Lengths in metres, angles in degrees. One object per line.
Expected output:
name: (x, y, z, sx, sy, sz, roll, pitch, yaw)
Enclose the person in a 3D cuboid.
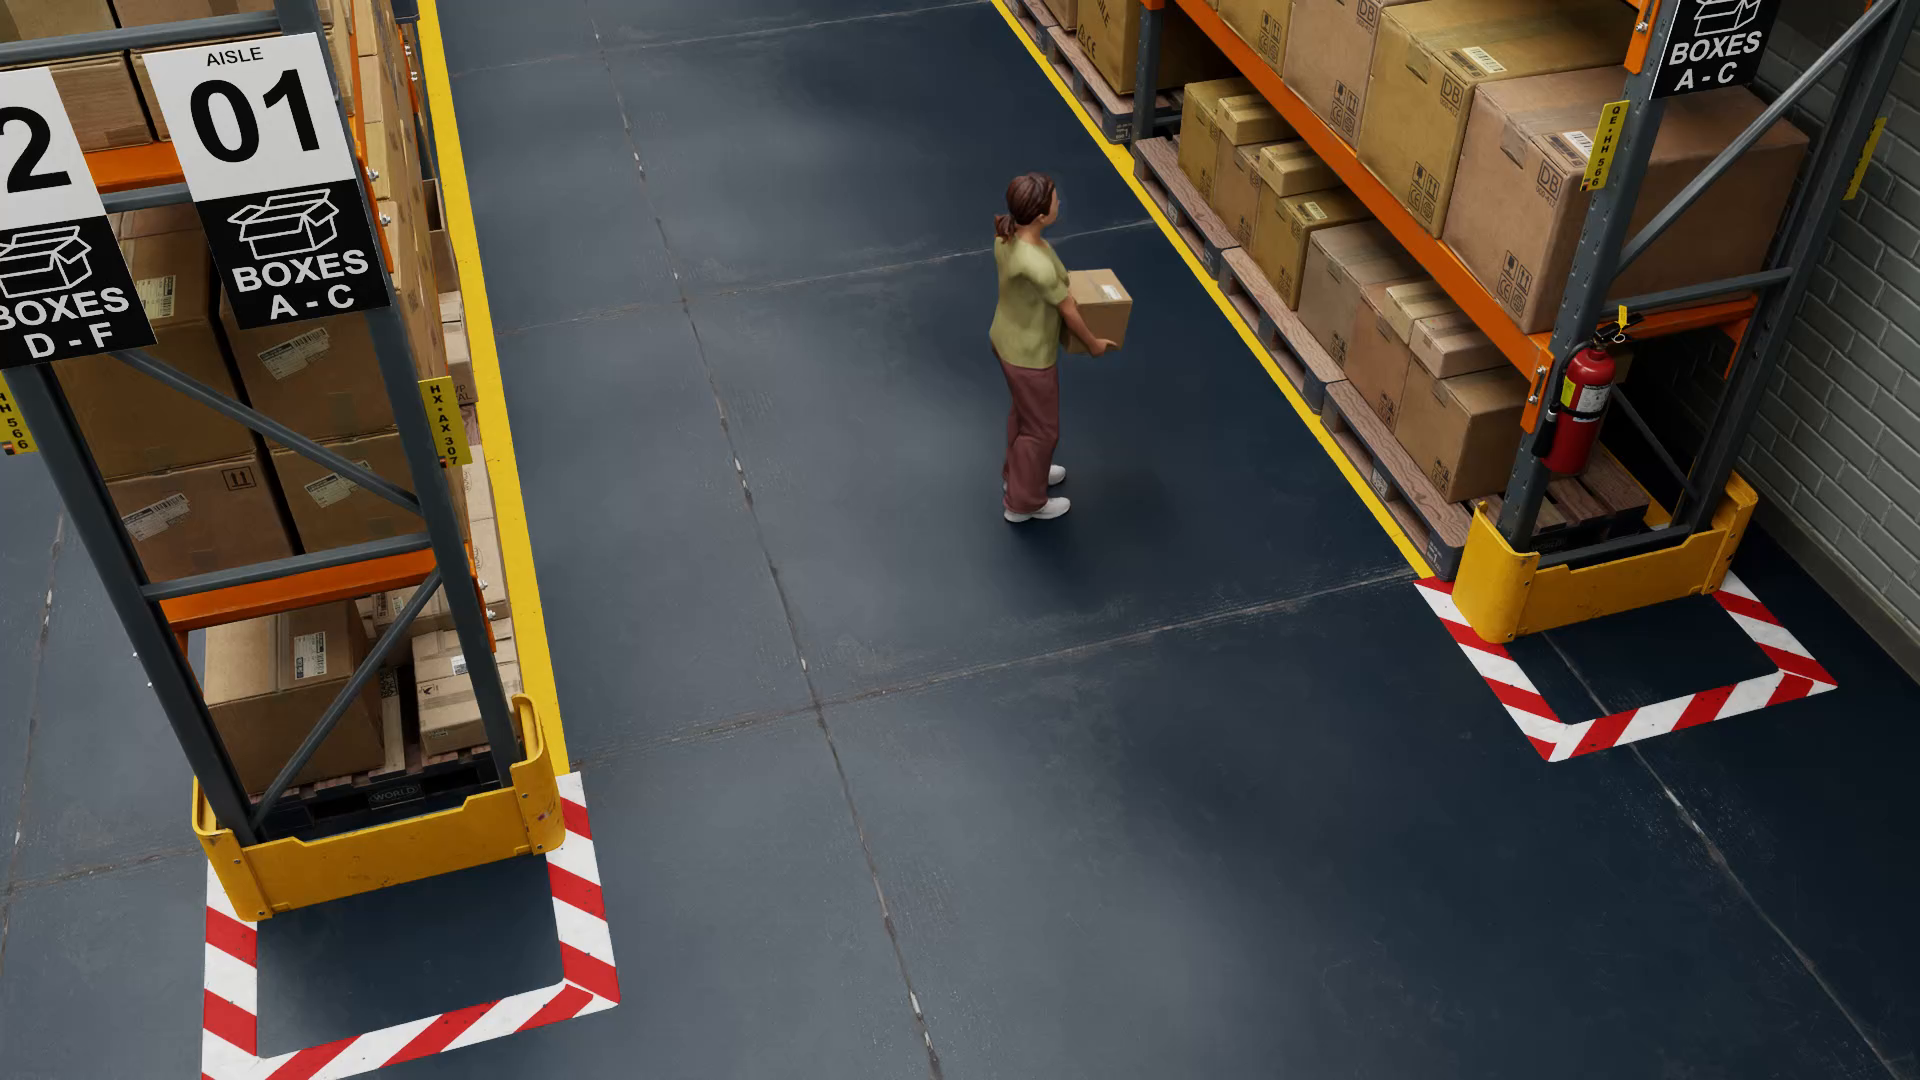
person: (0.372, -0.824, 7.073, 0.514, 1.669, 0.406, -13, 44, -13)
